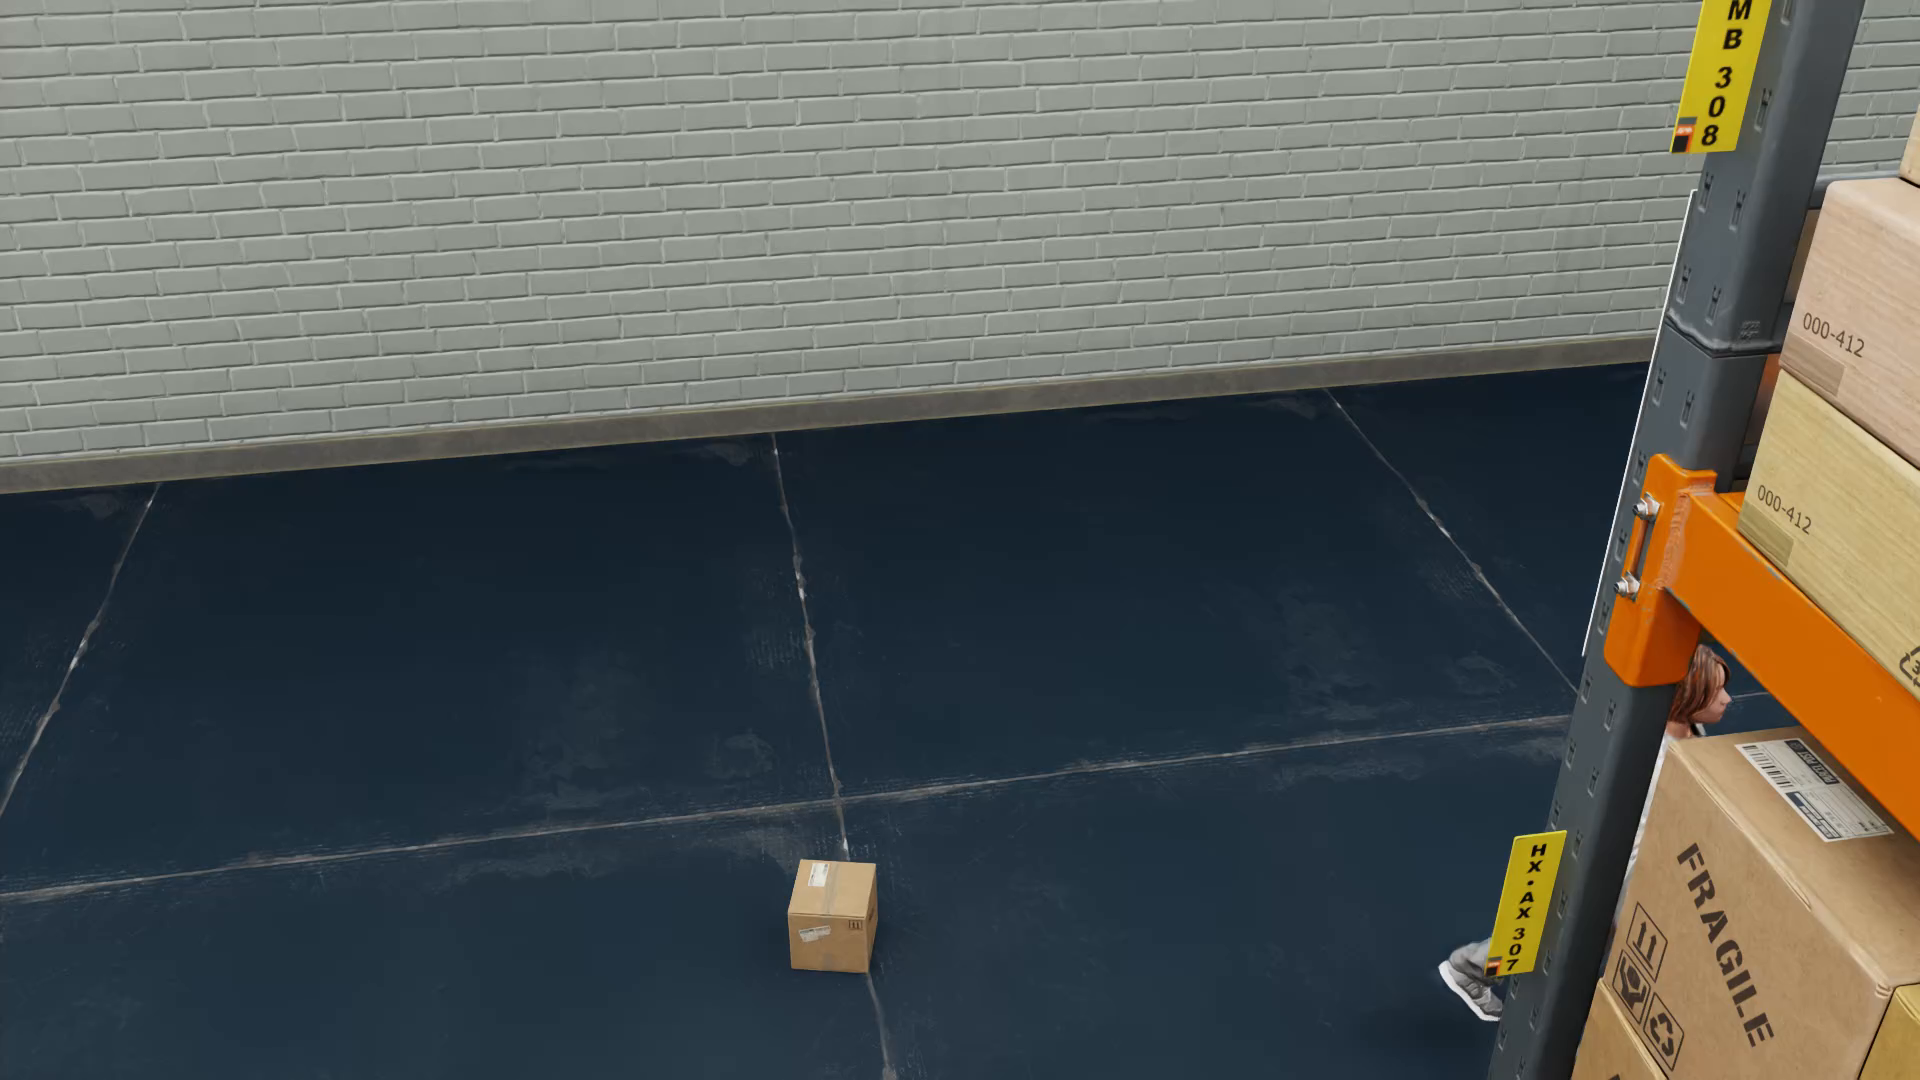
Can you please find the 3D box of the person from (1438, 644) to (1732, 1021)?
[{"bbox_3d":[1.836,0.917,4.610,0.841,1.553,0.397,10,32,15],"label":"person"}]
